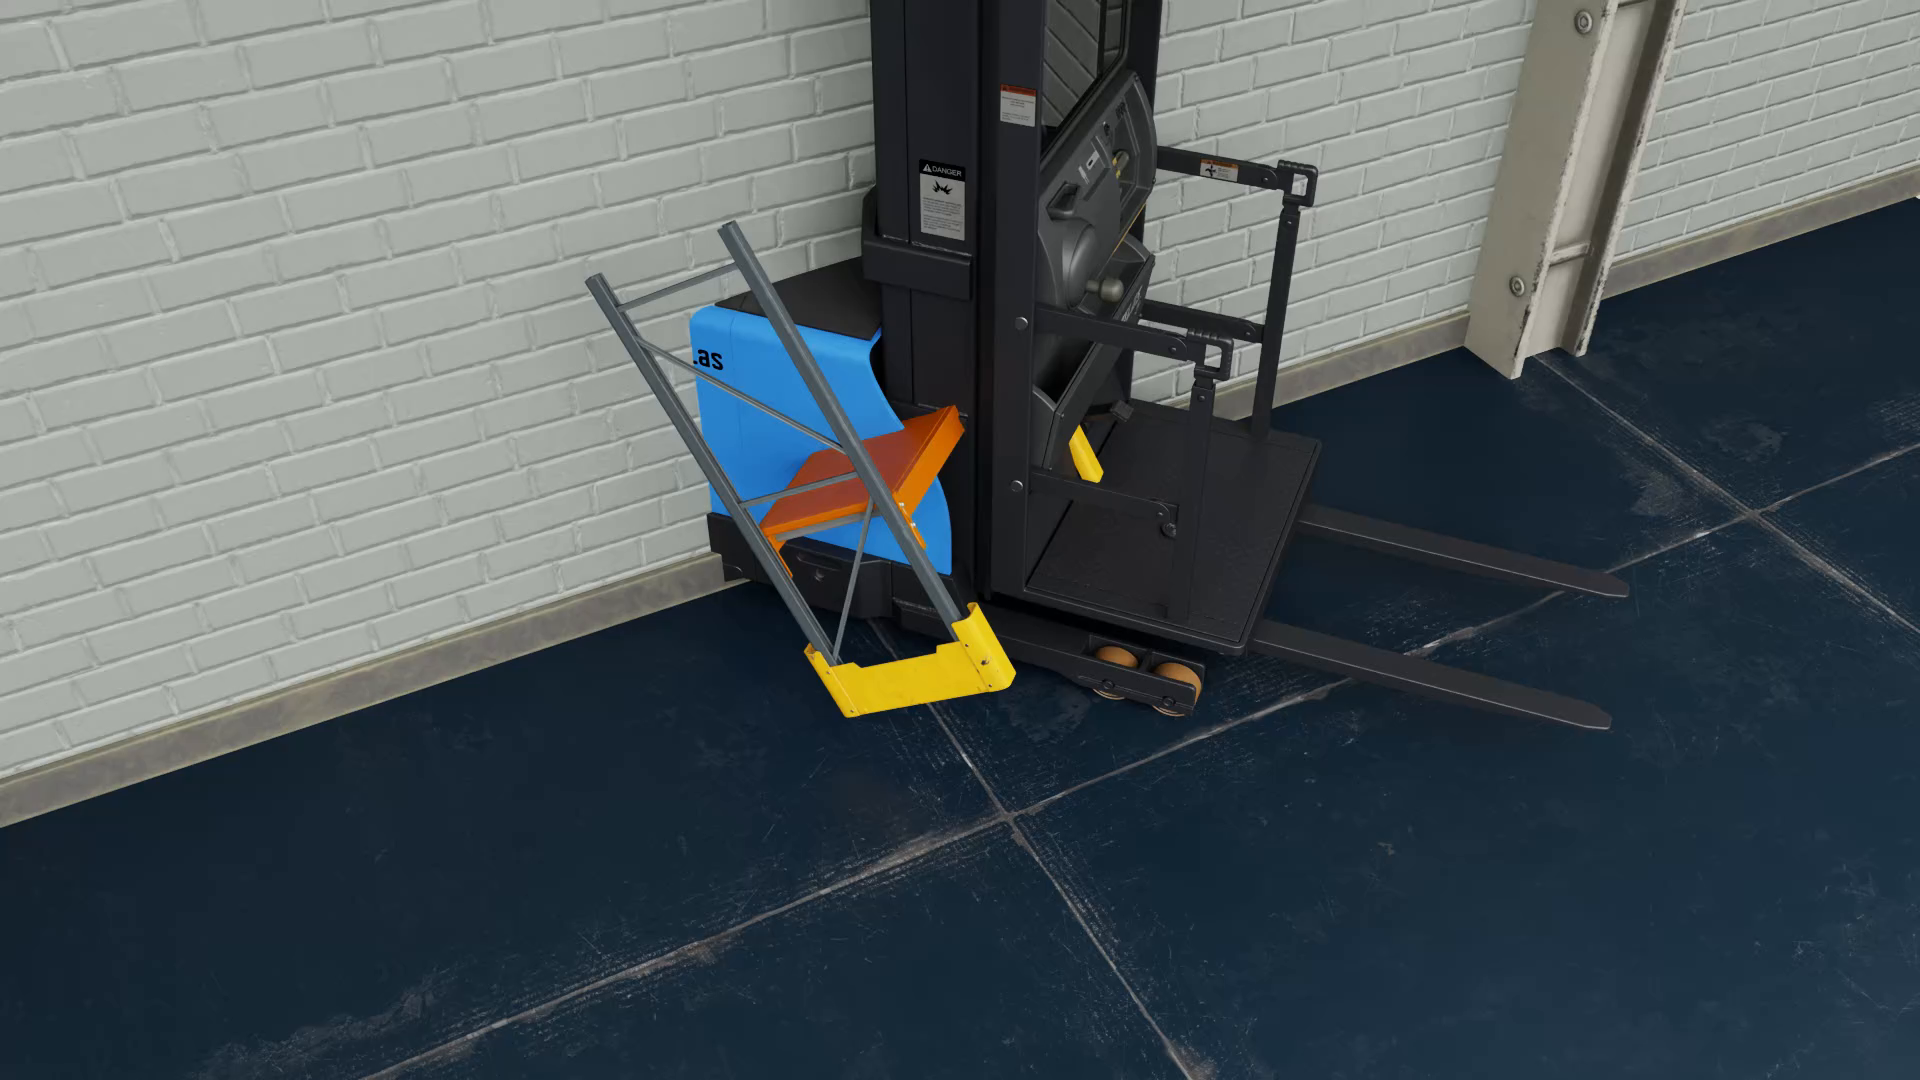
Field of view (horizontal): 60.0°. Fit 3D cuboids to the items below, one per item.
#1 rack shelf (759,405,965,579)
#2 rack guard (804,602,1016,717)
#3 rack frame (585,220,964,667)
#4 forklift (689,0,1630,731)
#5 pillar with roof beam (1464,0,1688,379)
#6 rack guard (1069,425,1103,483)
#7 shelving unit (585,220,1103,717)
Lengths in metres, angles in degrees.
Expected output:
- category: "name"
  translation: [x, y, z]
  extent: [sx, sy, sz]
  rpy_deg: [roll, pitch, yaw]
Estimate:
- category: "rack shelf"
  translation: [-0.186, -0.282, 4.985]
  extent: [0.538, 0.185, 1.000]
  rpy_deg: [-13, 29, 31]
- category: "rack guard"
  translation: [-0.149, 0.352, 4.800]
  extent: [0.587, 0.250, 0.087]
  rpy_deg: [-13, 29, 31]
- category: "rack frame"
  translation: [-0.434, -0.135, 4.529]
  extent: [0.500, 1.500, 0.032]
  rpy_deg: [-13, 29, 31]
- category: "forklift"
  translation: [0.579, -0.969, 4.626]
  extent: [3.031, 2.935, 1.130]
  rpy_deg: [14, 42, 16]
- category: "pillar with roof beam"
  translation: [4.240, -1.741, 0.841]
  extent: [0.400, 9.000, 9.100]
  rpy_deg: [-19, 44, -21]
- category: "rack guard"
  translation: [0.179, -0.217, 5.549]
  extent: [0.587, 0.250, 0.087]
  rpy_deg: [-13, 29, 31]
- category: "shelving unit"
  translation: [-0.263, -0.430, 4.918]
  extent: [0.587, 1.500, 1.083]
  rpy_deg: [-13, 29, 31]
